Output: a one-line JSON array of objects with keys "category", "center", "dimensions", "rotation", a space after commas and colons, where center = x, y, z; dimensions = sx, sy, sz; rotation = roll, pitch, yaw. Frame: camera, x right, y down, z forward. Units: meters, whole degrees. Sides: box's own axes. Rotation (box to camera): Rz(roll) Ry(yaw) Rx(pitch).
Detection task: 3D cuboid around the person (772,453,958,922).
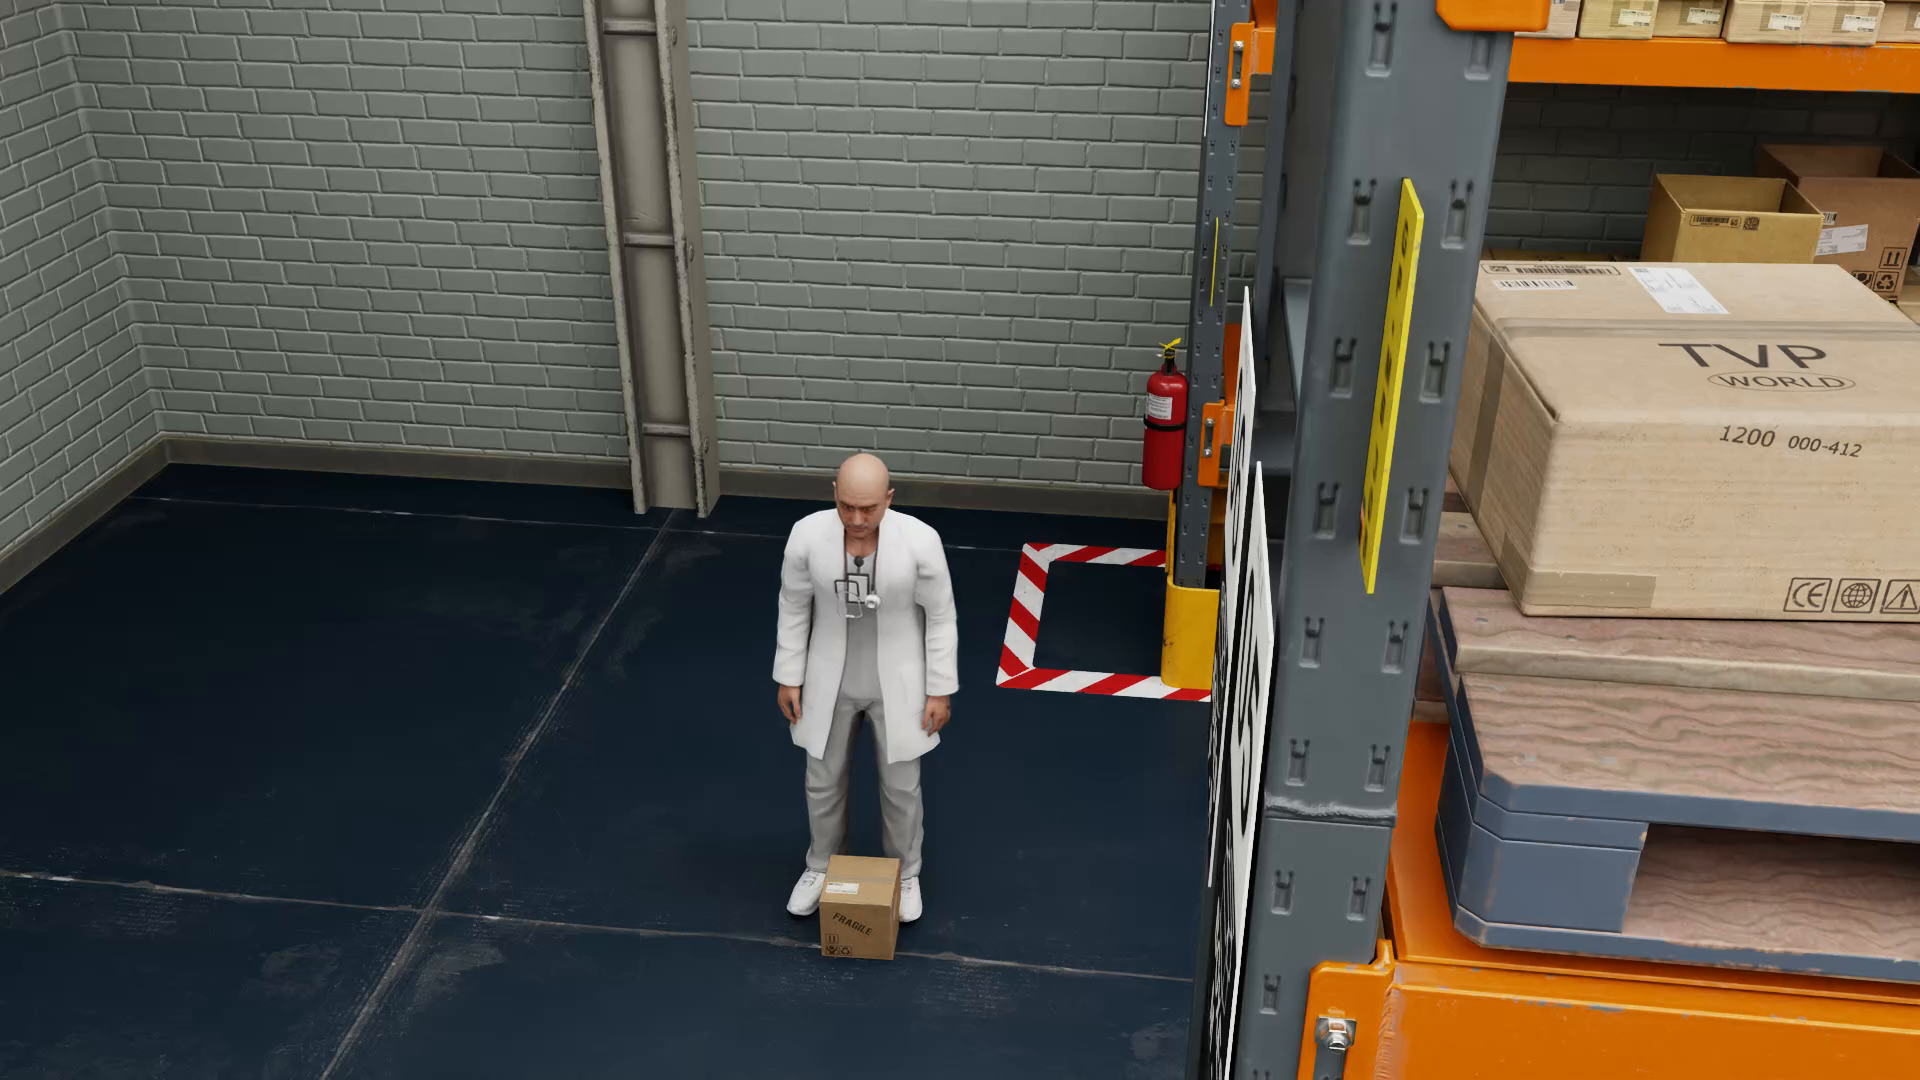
[{"category": "person", "center": [-0.322, 0.500, 5.697], "dimensions": [0.642, 1.775, 0.422], "rotation": [3, 28, 6]}]
